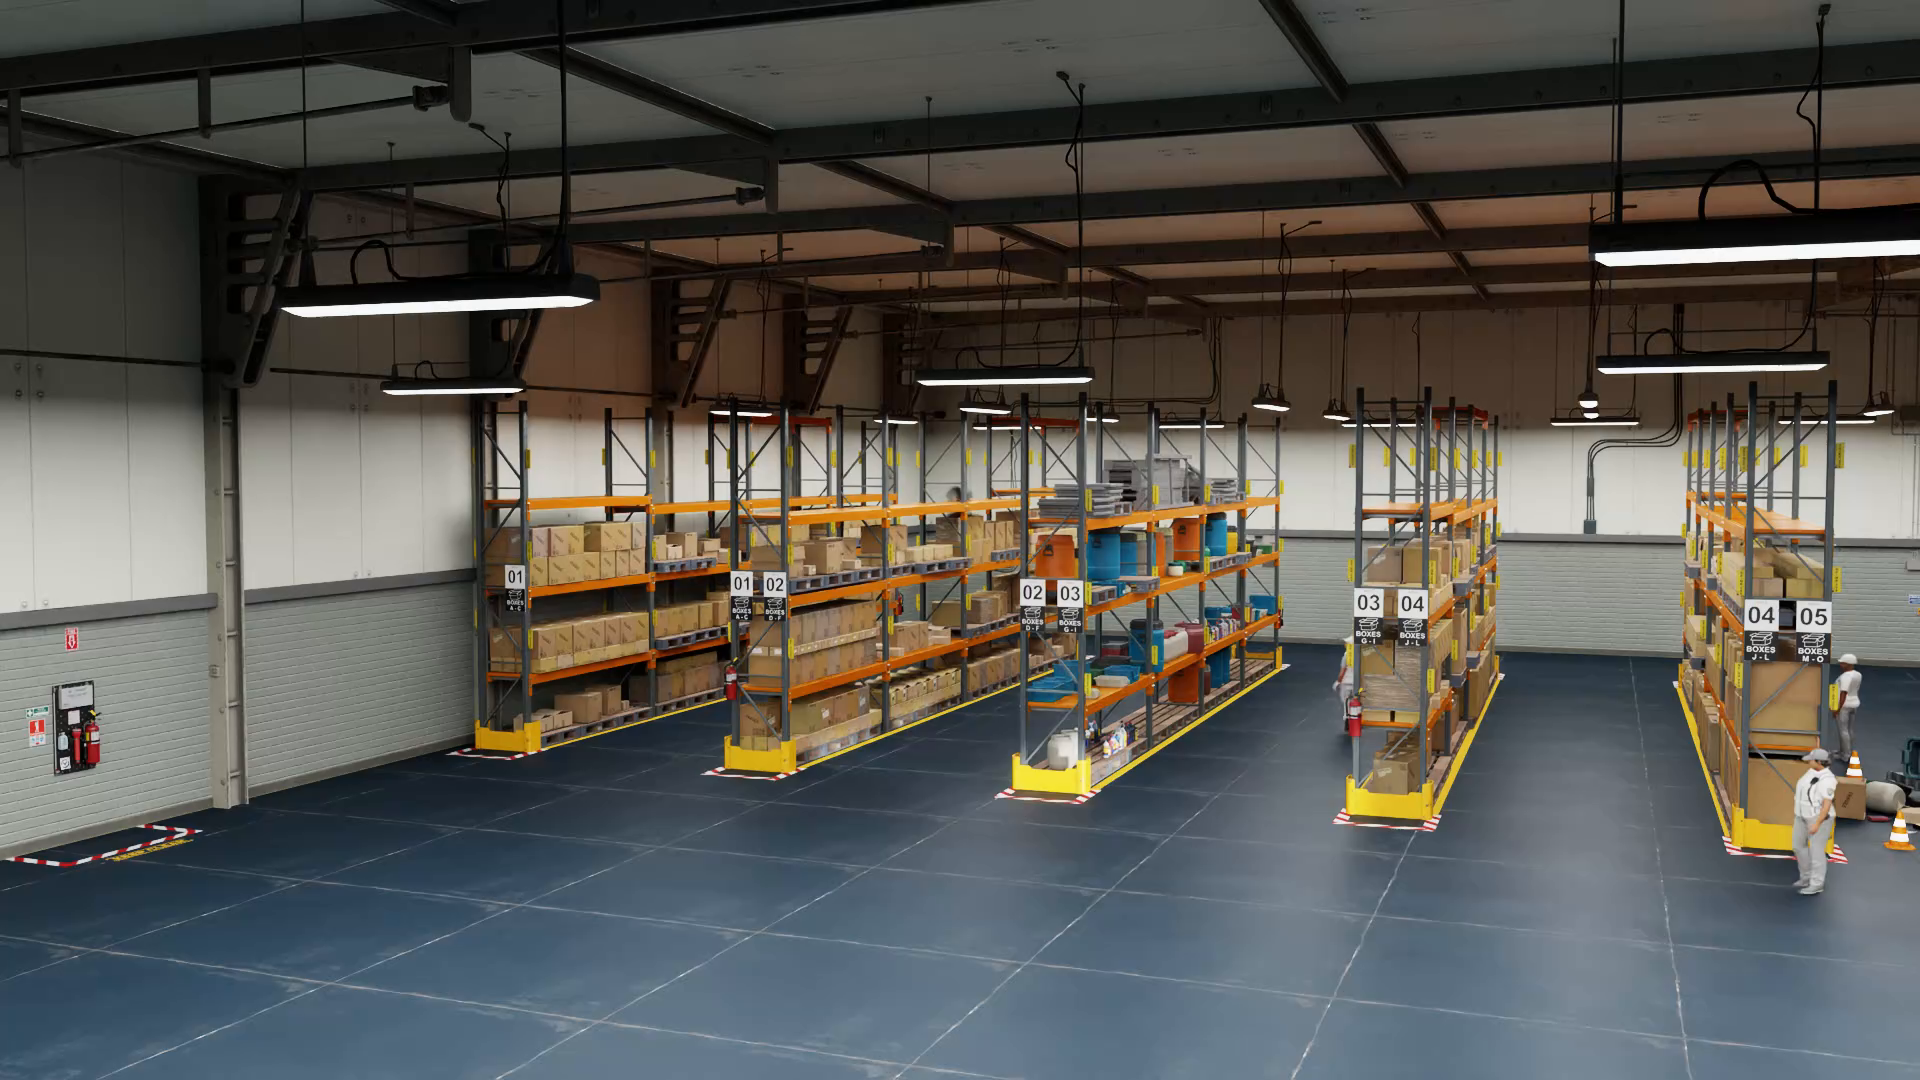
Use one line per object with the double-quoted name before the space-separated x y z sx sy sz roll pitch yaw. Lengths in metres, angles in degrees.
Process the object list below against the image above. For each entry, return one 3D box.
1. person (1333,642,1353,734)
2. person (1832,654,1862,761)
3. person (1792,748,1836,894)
"person" 7.080 2.678 30.193 0.589 1.765 0.386 -1 3 -16
"person" 14.744 2.777 27.795 0.593 1.763 0.576 -1 3 -23
"person" 9.848 3.261 19.273 0.416 1.722 0.594 -1 3 -12
